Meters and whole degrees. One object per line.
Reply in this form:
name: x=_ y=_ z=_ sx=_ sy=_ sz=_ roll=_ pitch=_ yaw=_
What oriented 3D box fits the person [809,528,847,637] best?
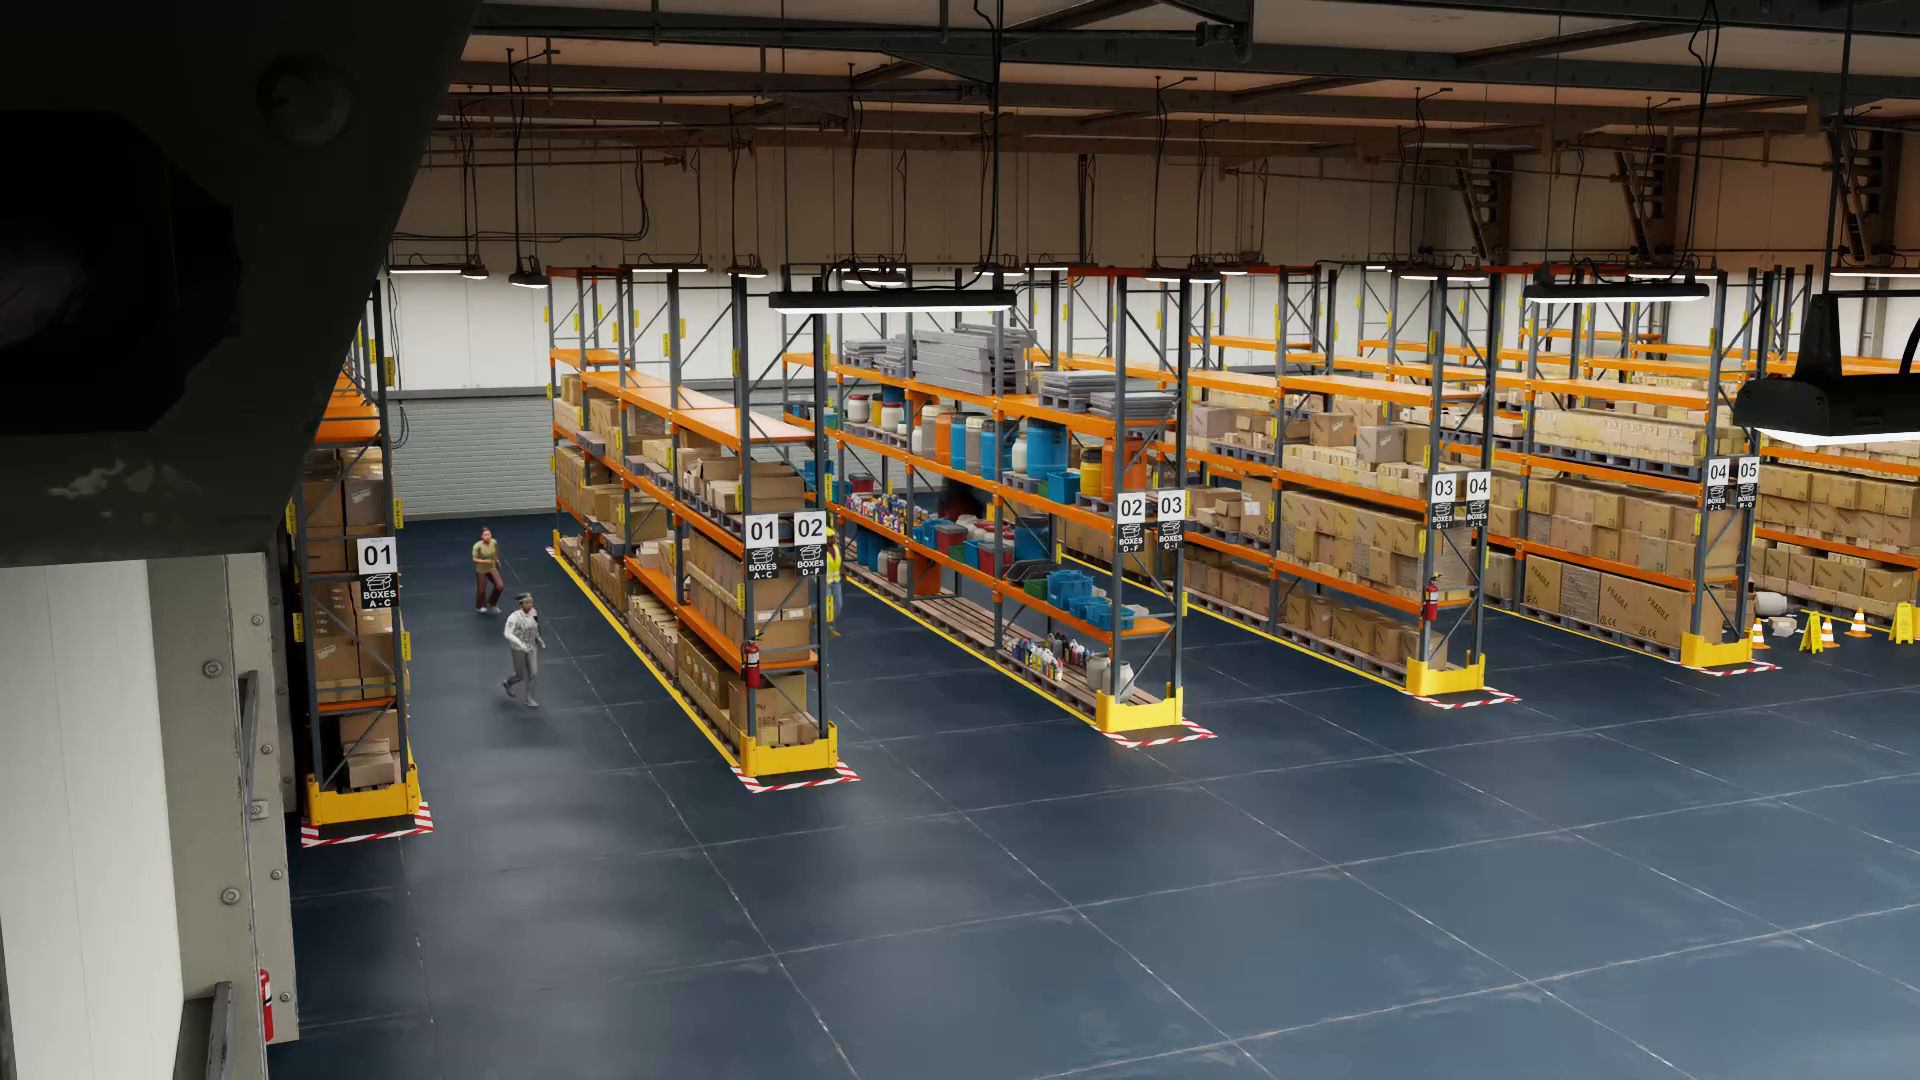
person: x=-2.130 y=0.654 z=26.275 sx=0.708 sy=1.727 sz=0.712 roll=-10 pitch=14 yaw=-44

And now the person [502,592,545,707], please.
person: x=-6.178 y=1.504 z=23.347 sx=0.747 sy=1.645 sz=0.611 roll=9 pitch=14 yaw=43

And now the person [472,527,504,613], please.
person: x=-8.248 y=0.529 z=28.984 sx=0.587 sy=1.563 sz=0.878 roll=-7 pitch=12 yaw=-37
